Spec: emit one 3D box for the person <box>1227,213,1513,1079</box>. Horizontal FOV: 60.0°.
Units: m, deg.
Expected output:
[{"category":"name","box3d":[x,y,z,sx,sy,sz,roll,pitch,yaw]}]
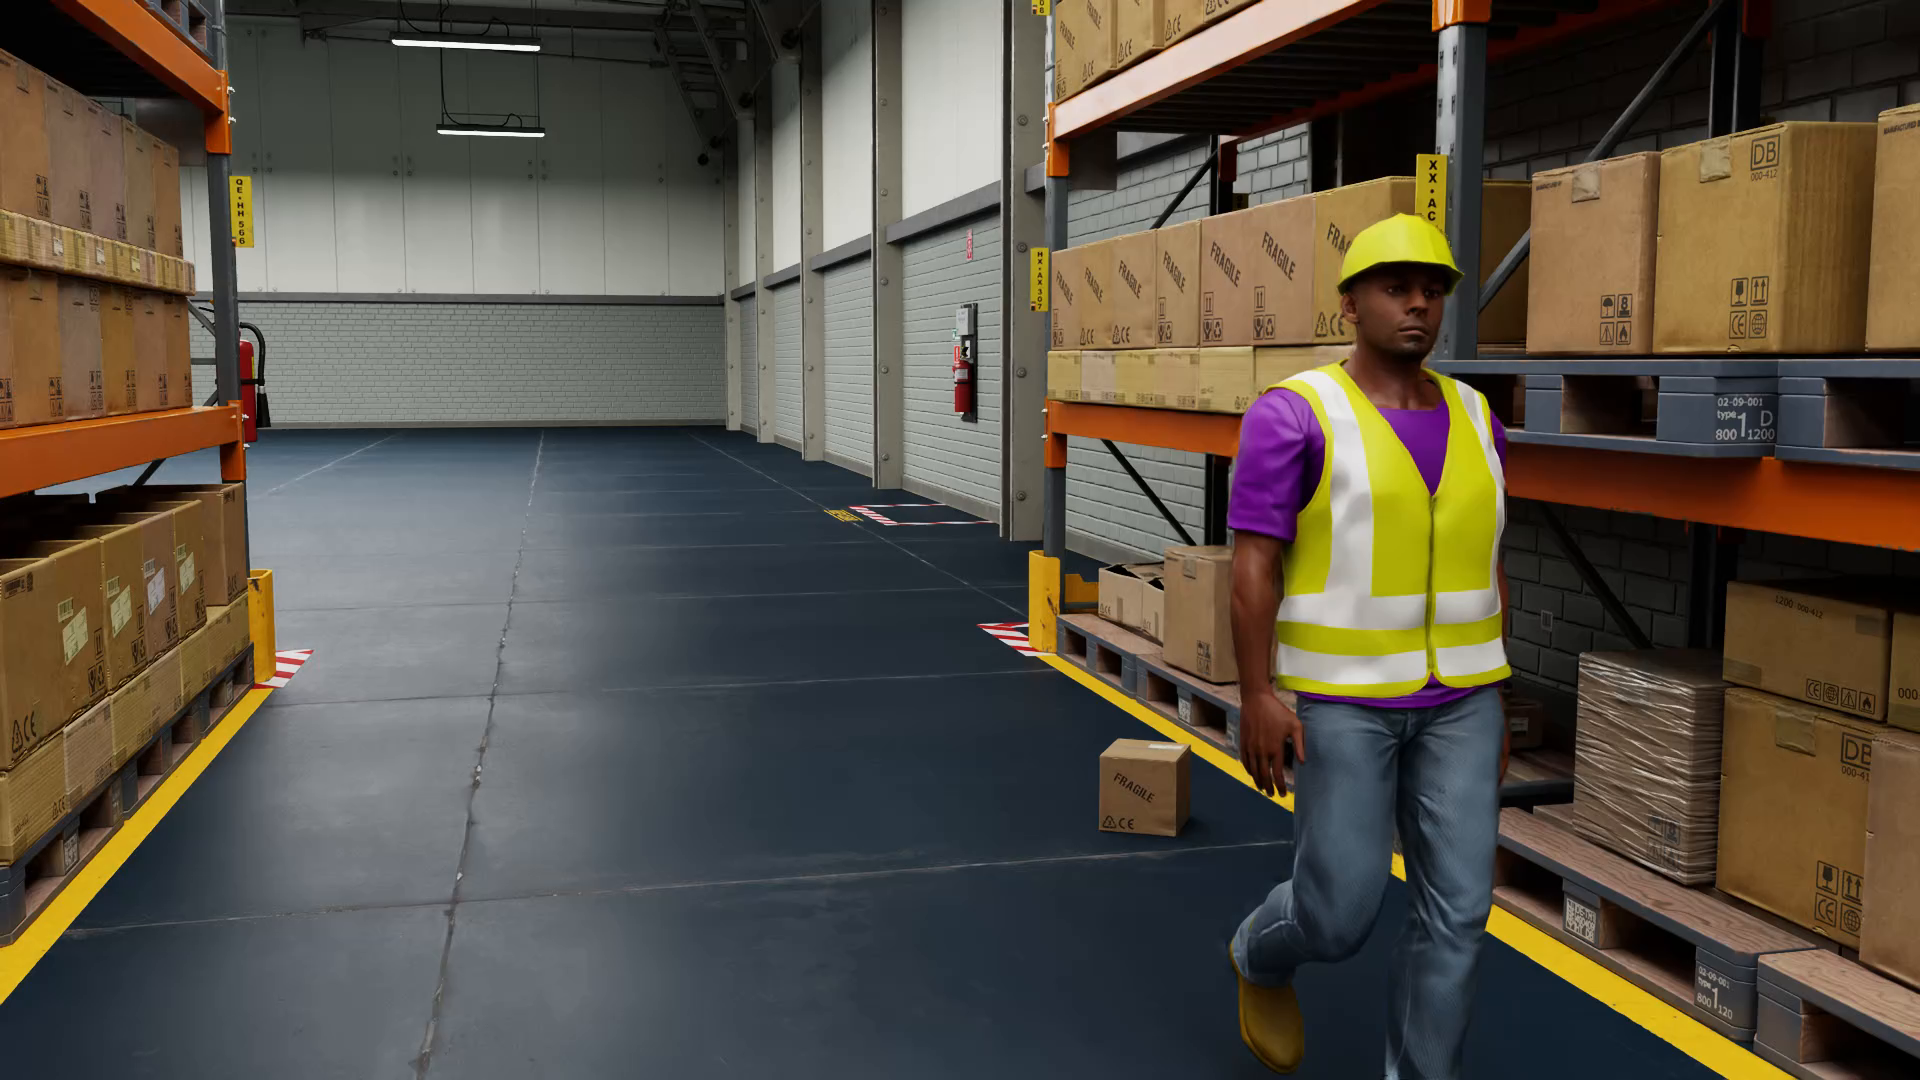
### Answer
[{"category":"person","box3d":[0.772,0.277,3.110,0.575,1.751,0.734,-2,6,-14]}]
